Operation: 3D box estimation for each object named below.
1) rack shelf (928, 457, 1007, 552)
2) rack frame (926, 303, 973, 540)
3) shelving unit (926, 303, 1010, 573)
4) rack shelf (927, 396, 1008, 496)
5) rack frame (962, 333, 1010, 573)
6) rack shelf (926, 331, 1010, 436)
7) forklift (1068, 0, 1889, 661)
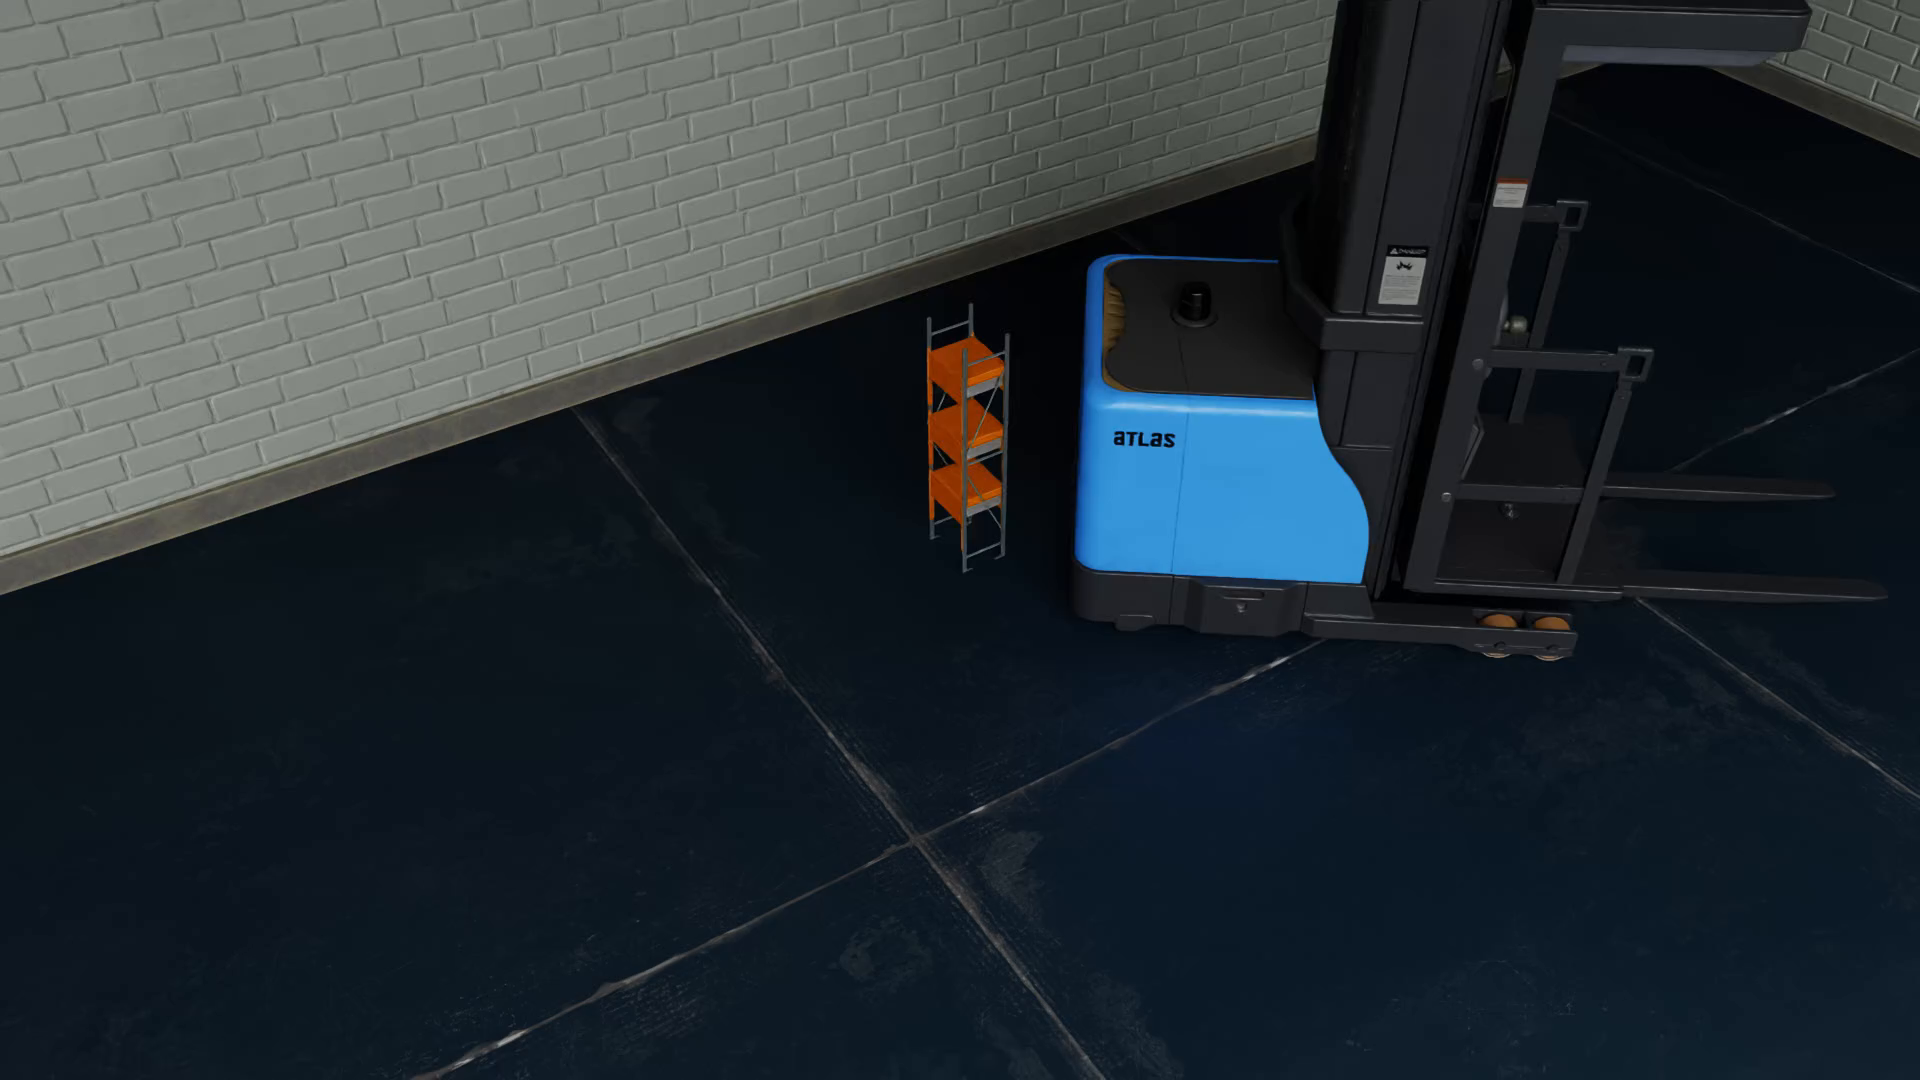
[{"bbox_3d":[0.029,-0.153,6.564,0.215,0.259,0.240,-22,45,-24],"label":"rack shelf"},{"bbox_3d":[-0.037,-0.440,6.458,0.200,1.050,0.008,-22,45,-24],"label":"rack frame"},{"bbox_3d":[0.029,-0.374,6.379,0.215,1.050,0.252,-22,45,-24],"label":"shelving unit"},{"bbox_3d":[0.029,-0.366,6.386,0.215,0.259,0.240,-22,45,-24],"label":"rack shelf"},{"bbox_3d":[0.094,-0.309,6.300,0.200,1.050,0.008,-22,45,-24],"label":"rack frame"},{"bbox_3d":[0.029,-0.584,6.204,0.215,0.259,0.240,-22,45,-24],"label":"rack shelf"},{"bbox_3d":[1.955,-1.031,5.698,3.031,2.935,1.130,3,40,3],"label":"forklift"}]
